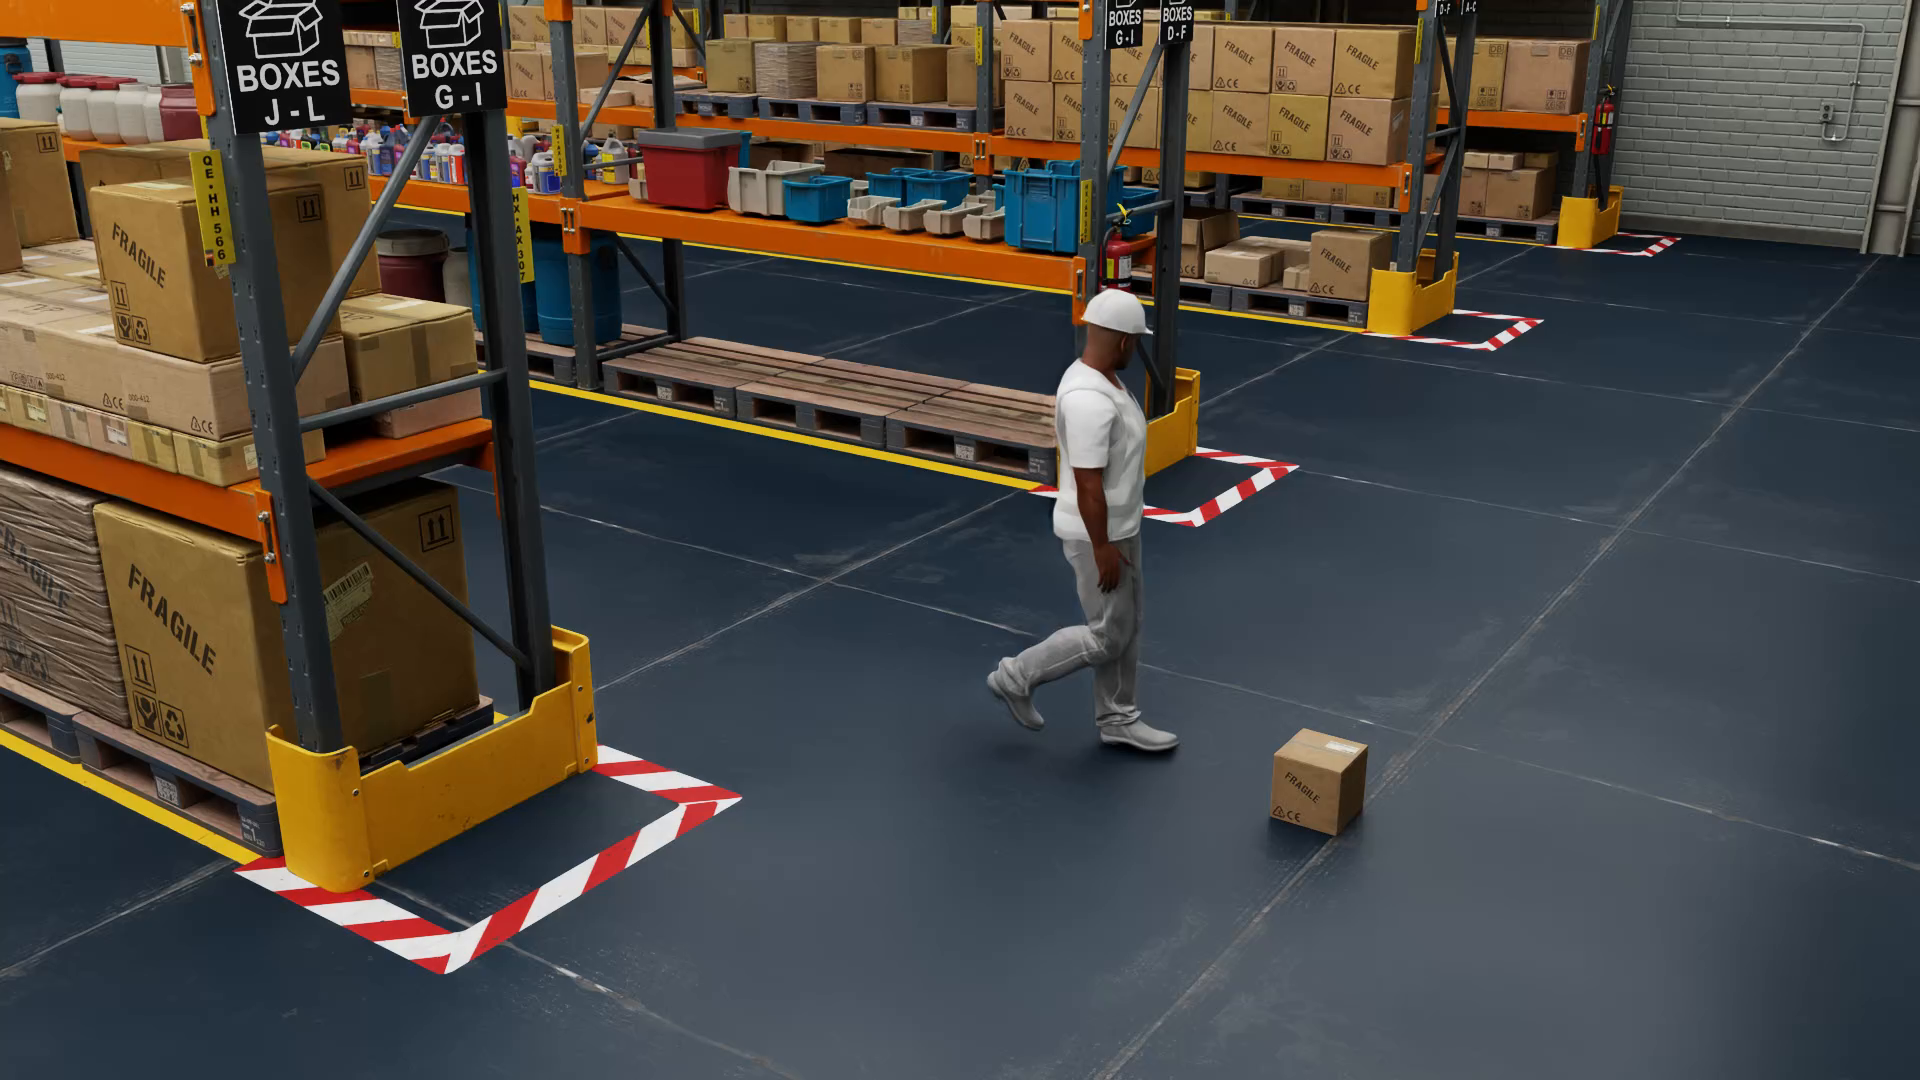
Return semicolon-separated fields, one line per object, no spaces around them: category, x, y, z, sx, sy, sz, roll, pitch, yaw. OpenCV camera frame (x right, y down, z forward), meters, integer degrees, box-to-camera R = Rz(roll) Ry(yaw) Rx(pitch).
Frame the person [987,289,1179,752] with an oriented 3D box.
person;0.483;-0.053;6.149;0.727;1.761;0.582;5;20;13
